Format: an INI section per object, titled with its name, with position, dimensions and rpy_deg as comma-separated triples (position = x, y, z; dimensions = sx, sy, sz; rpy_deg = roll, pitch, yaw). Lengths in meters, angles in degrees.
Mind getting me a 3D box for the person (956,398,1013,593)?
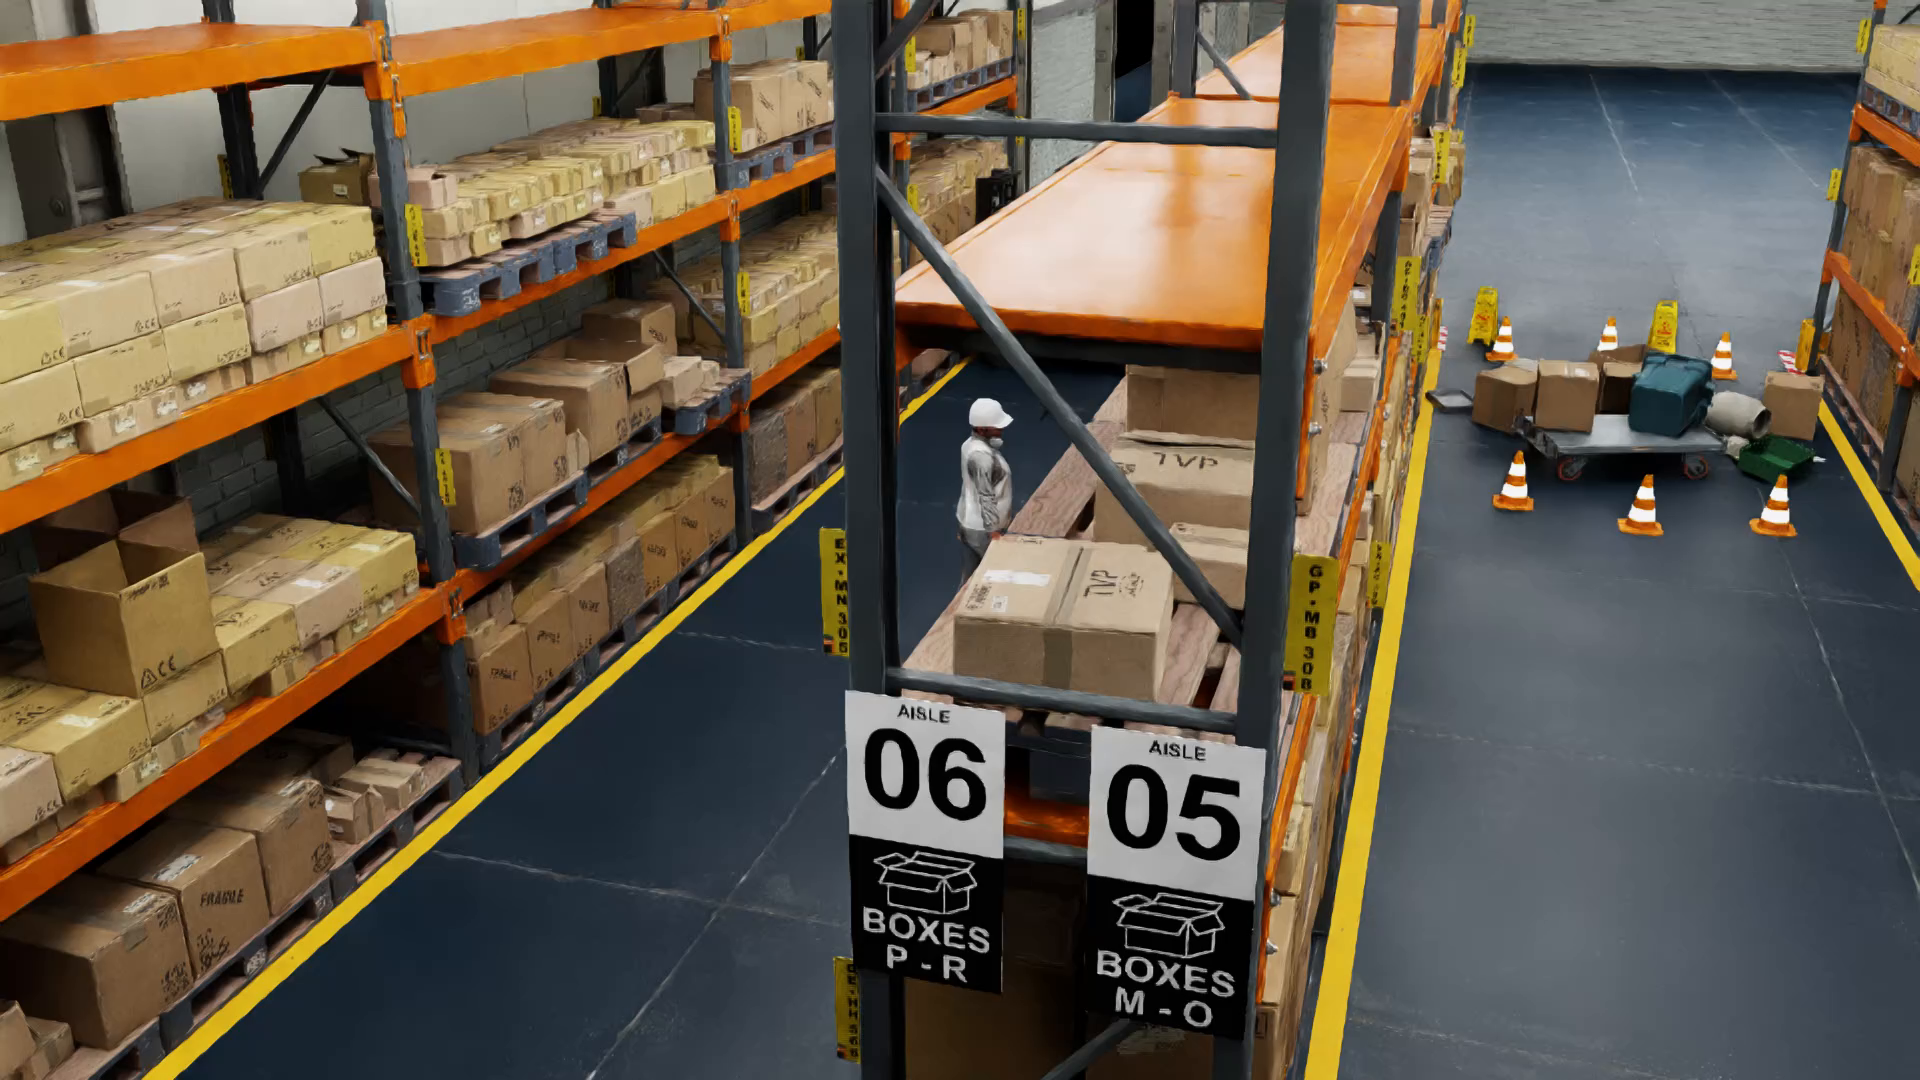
[person]
position = 0.168, -0.076, 11.202
dimensions = 0.386, 1.802, 0.630
rpy_deg = -4, 22, -10
